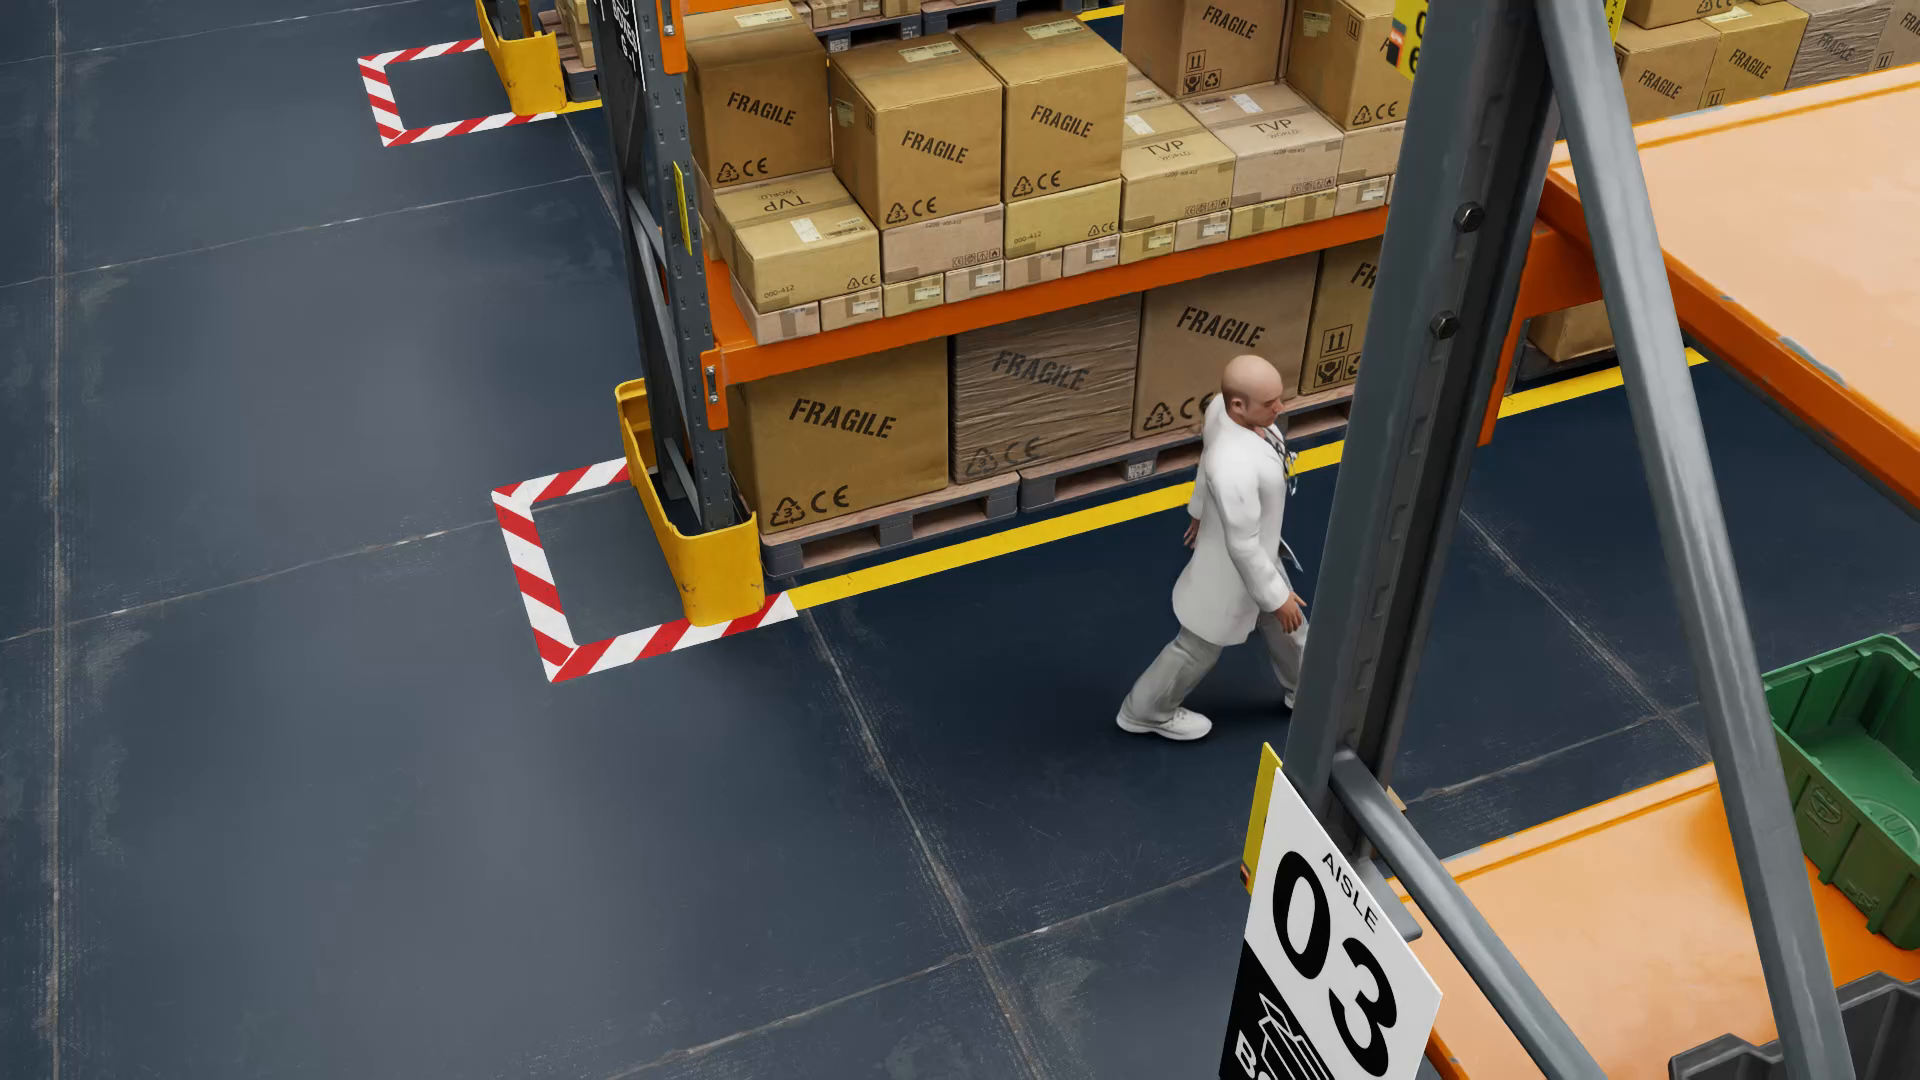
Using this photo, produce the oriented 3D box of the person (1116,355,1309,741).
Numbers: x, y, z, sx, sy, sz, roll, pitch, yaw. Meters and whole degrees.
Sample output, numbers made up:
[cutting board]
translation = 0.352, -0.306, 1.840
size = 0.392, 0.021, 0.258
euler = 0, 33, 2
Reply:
[person]
translation = 1.142, 0.074, 6.079
size = 1.022, 1.735, 0.623
euler = 6, 42, 7
